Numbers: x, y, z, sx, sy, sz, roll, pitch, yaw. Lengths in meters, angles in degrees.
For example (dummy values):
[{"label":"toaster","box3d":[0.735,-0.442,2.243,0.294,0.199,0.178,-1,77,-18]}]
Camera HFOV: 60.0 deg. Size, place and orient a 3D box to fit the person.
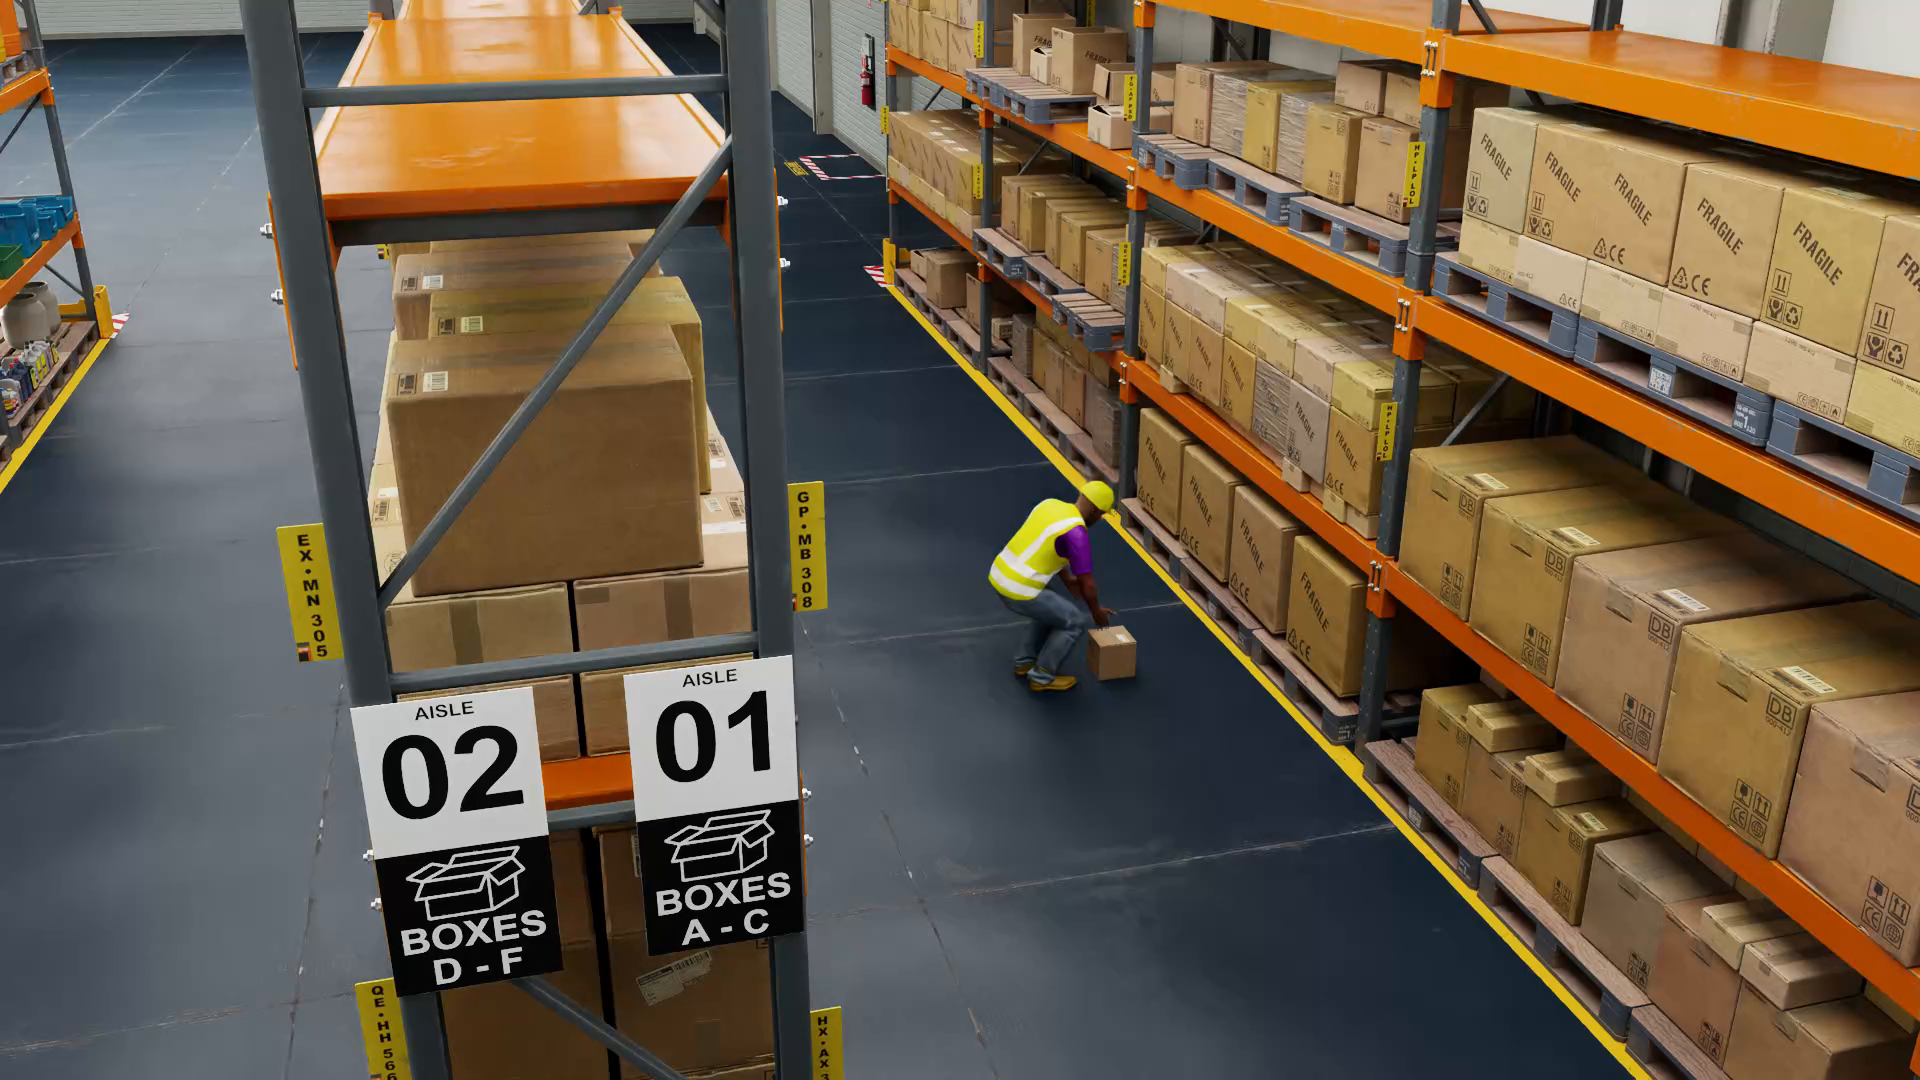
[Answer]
[{"label":"person","box3d":[0.577,0.270,10.508,0.805,1.313,0.629,-6,24,-14]}]
